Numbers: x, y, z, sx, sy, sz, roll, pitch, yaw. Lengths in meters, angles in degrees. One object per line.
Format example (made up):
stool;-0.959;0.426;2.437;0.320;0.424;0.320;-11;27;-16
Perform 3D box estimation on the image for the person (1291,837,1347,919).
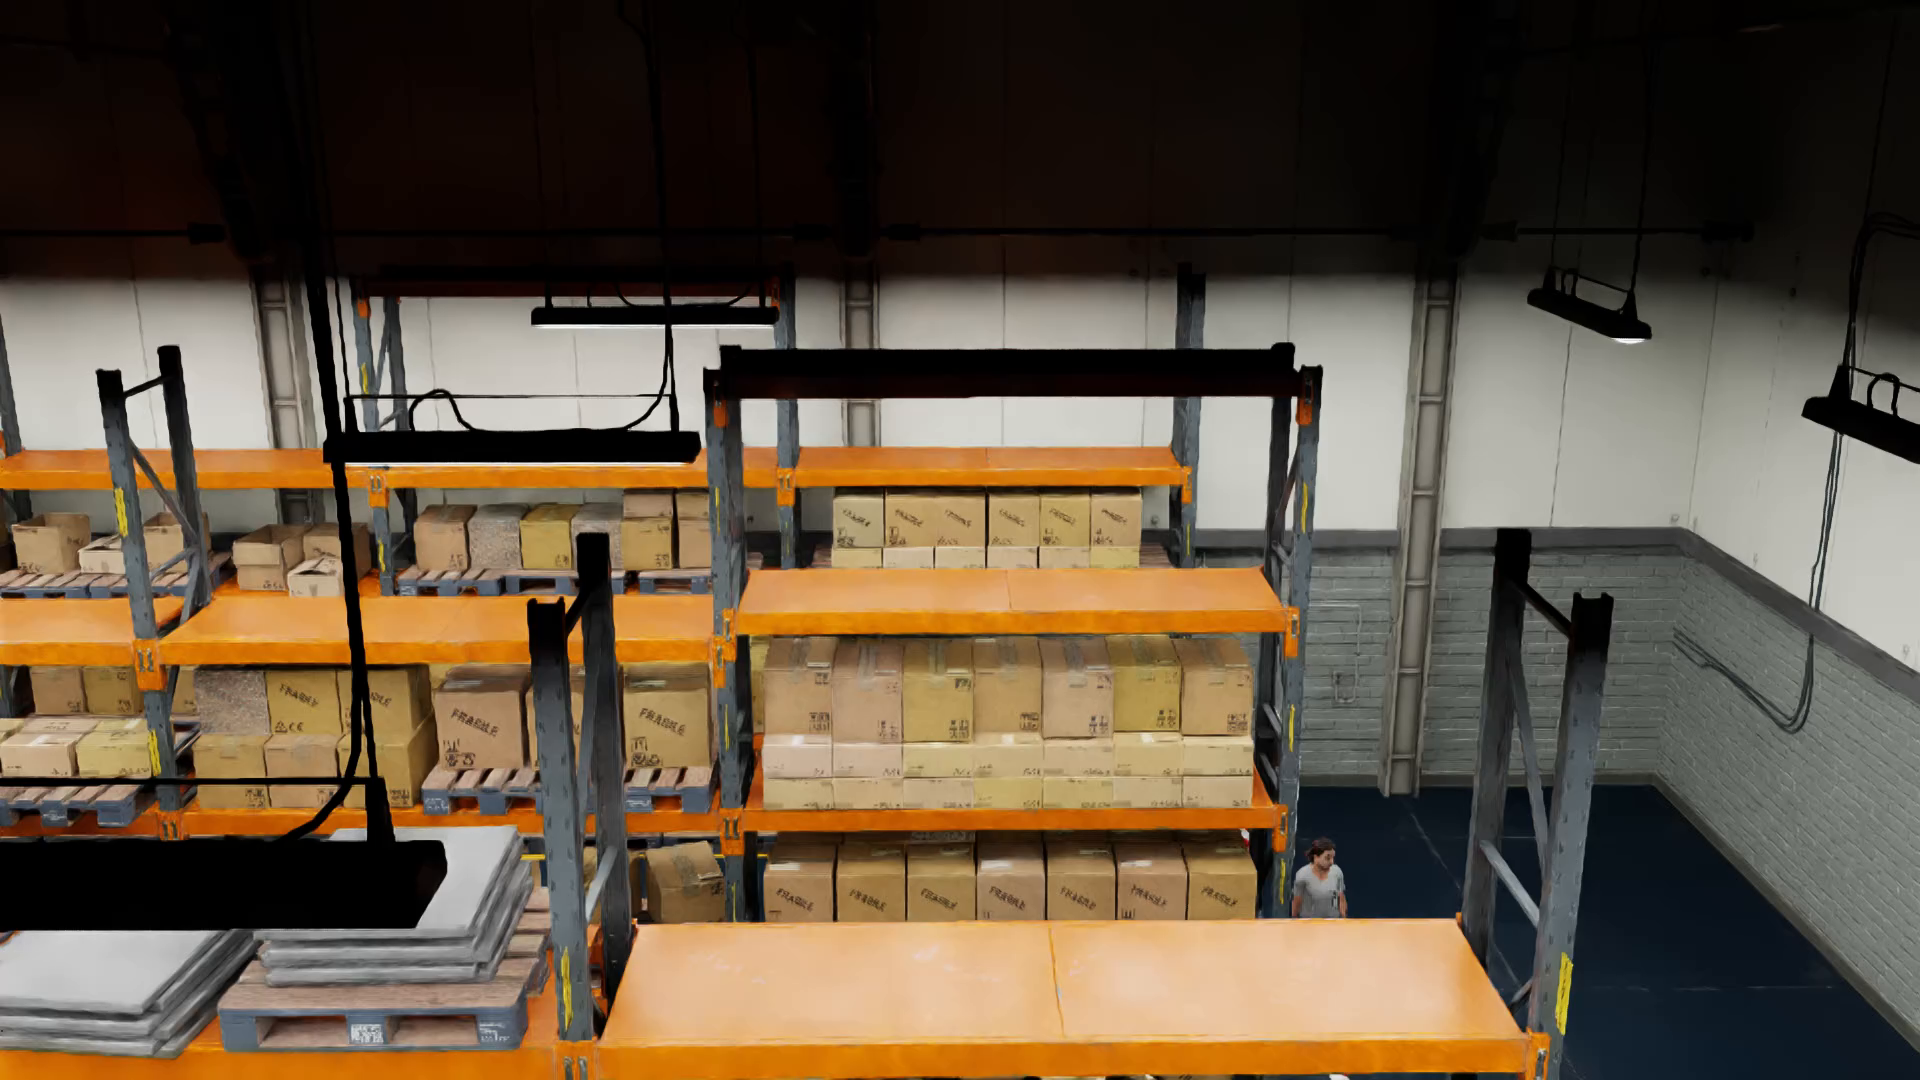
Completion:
person;3.053;3.306;14.163;0.508;1.674;0.401;-1;16;-2
